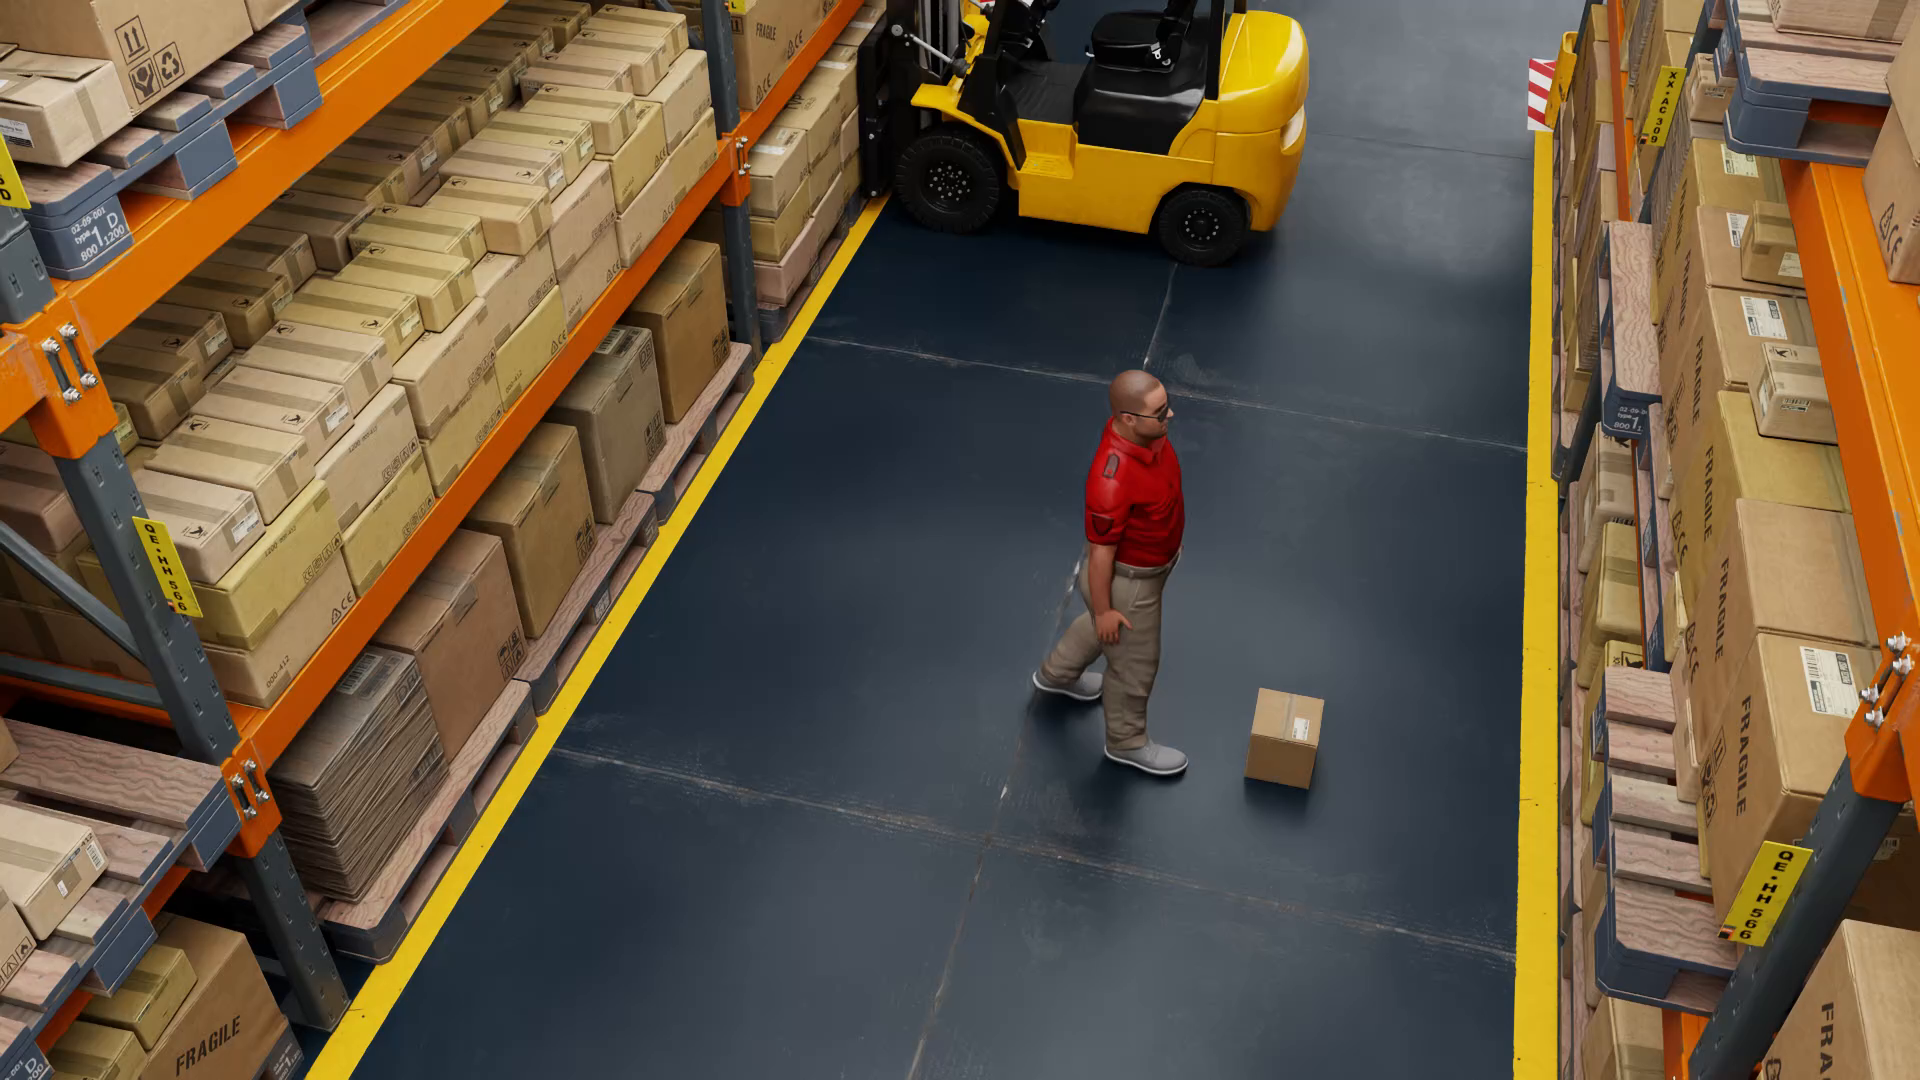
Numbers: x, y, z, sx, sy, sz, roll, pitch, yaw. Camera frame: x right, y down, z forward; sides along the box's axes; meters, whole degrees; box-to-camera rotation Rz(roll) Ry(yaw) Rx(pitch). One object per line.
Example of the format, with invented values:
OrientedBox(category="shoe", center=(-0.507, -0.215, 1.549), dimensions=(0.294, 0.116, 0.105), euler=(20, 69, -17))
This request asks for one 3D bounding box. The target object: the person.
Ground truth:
OrientedBox(category="person", center=(0.587, 0.099, 6.042), dimensions=(0.661, 1.725, 0.555), euler=(8, 41, 9))
